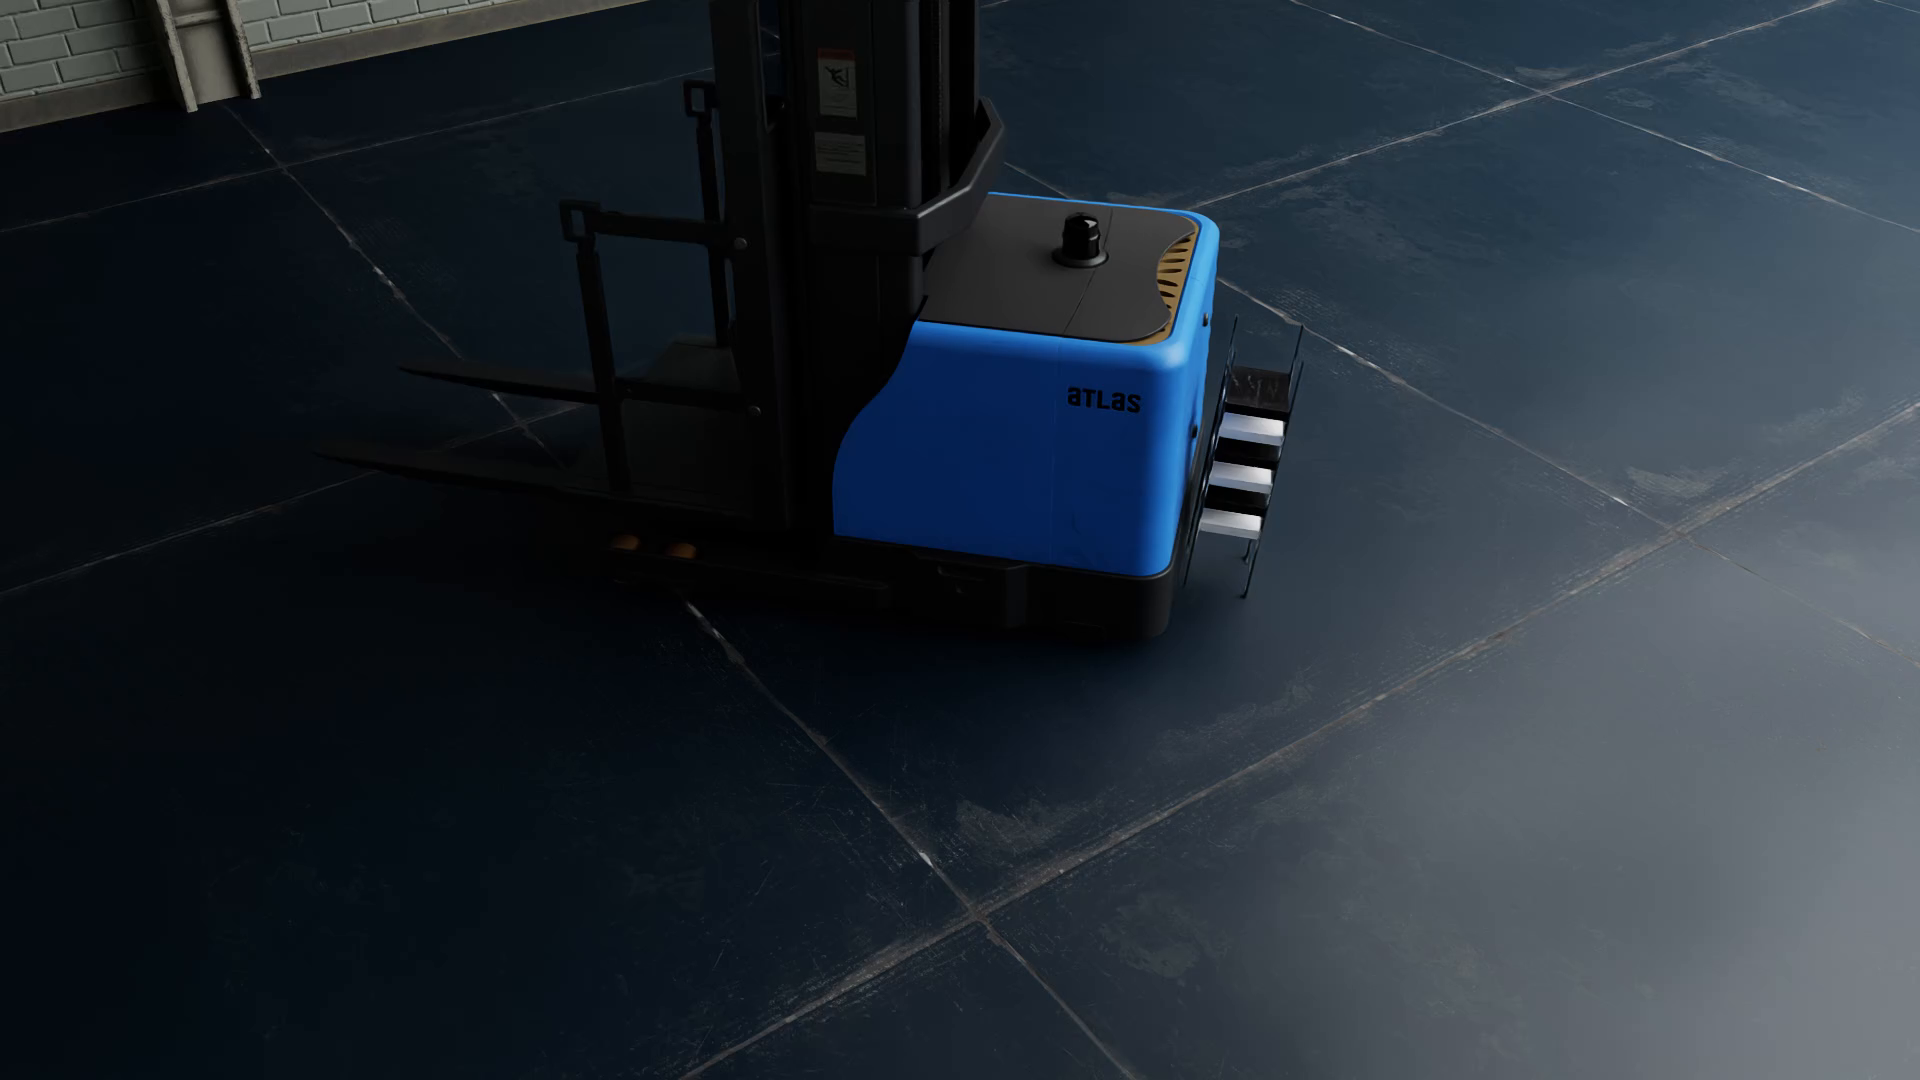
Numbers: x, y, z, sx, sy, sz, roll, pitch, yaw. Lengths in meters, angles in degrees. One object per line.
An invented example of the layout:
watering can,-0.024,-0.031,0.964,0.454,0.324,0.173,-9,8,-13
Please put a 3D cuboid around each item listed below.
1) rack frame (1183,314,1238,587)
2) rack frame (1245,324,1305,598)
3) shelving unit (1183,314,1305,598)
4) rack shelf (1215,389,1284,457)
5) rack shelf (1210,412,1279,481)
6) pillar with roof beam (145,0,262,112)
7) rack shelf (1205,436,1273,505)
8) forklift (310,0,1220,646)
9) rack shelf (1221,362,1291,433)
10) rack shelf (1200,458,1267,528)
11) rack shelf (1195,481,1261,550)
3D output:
rack frame,0.801,-0.273,5.329,0.006,0.900,0.240,9,36,4
rack frame,1.001,-0.240,5.314,0.006,0.900,0.240,9,36,4
shelving unit,0.901,-0.256,5.321,0.210,0.900,0.258,9,36,4
rack shelf,0.914,-0.374,5.234,0.200,0.077,0.258,9,36,4
rack shelf,0.906,-0.301,5.288,0.200,0.077,0.258,9,36,4
pillar with roof beam,-1.606,-4.039,3.658,0.400,9.000,9.100,-22,41,-28
rack shelf,0.898,-0.229,5.341,0.200,0.077,0.258,9,36,4
forklift,-0.721,-1.305,5.055,3.031,2.935,1.130,8,36,11
rack shelf,0.922,-0.446,5.181,0.200,0.077,0.258,9,36,4
rack shelf,0.890,-0.157,5.395,0.200,0.077,0.258,9,36,4
rack shelf,0.882,-0.085,5.448,0.200,0.077,0.258,9,36,4
